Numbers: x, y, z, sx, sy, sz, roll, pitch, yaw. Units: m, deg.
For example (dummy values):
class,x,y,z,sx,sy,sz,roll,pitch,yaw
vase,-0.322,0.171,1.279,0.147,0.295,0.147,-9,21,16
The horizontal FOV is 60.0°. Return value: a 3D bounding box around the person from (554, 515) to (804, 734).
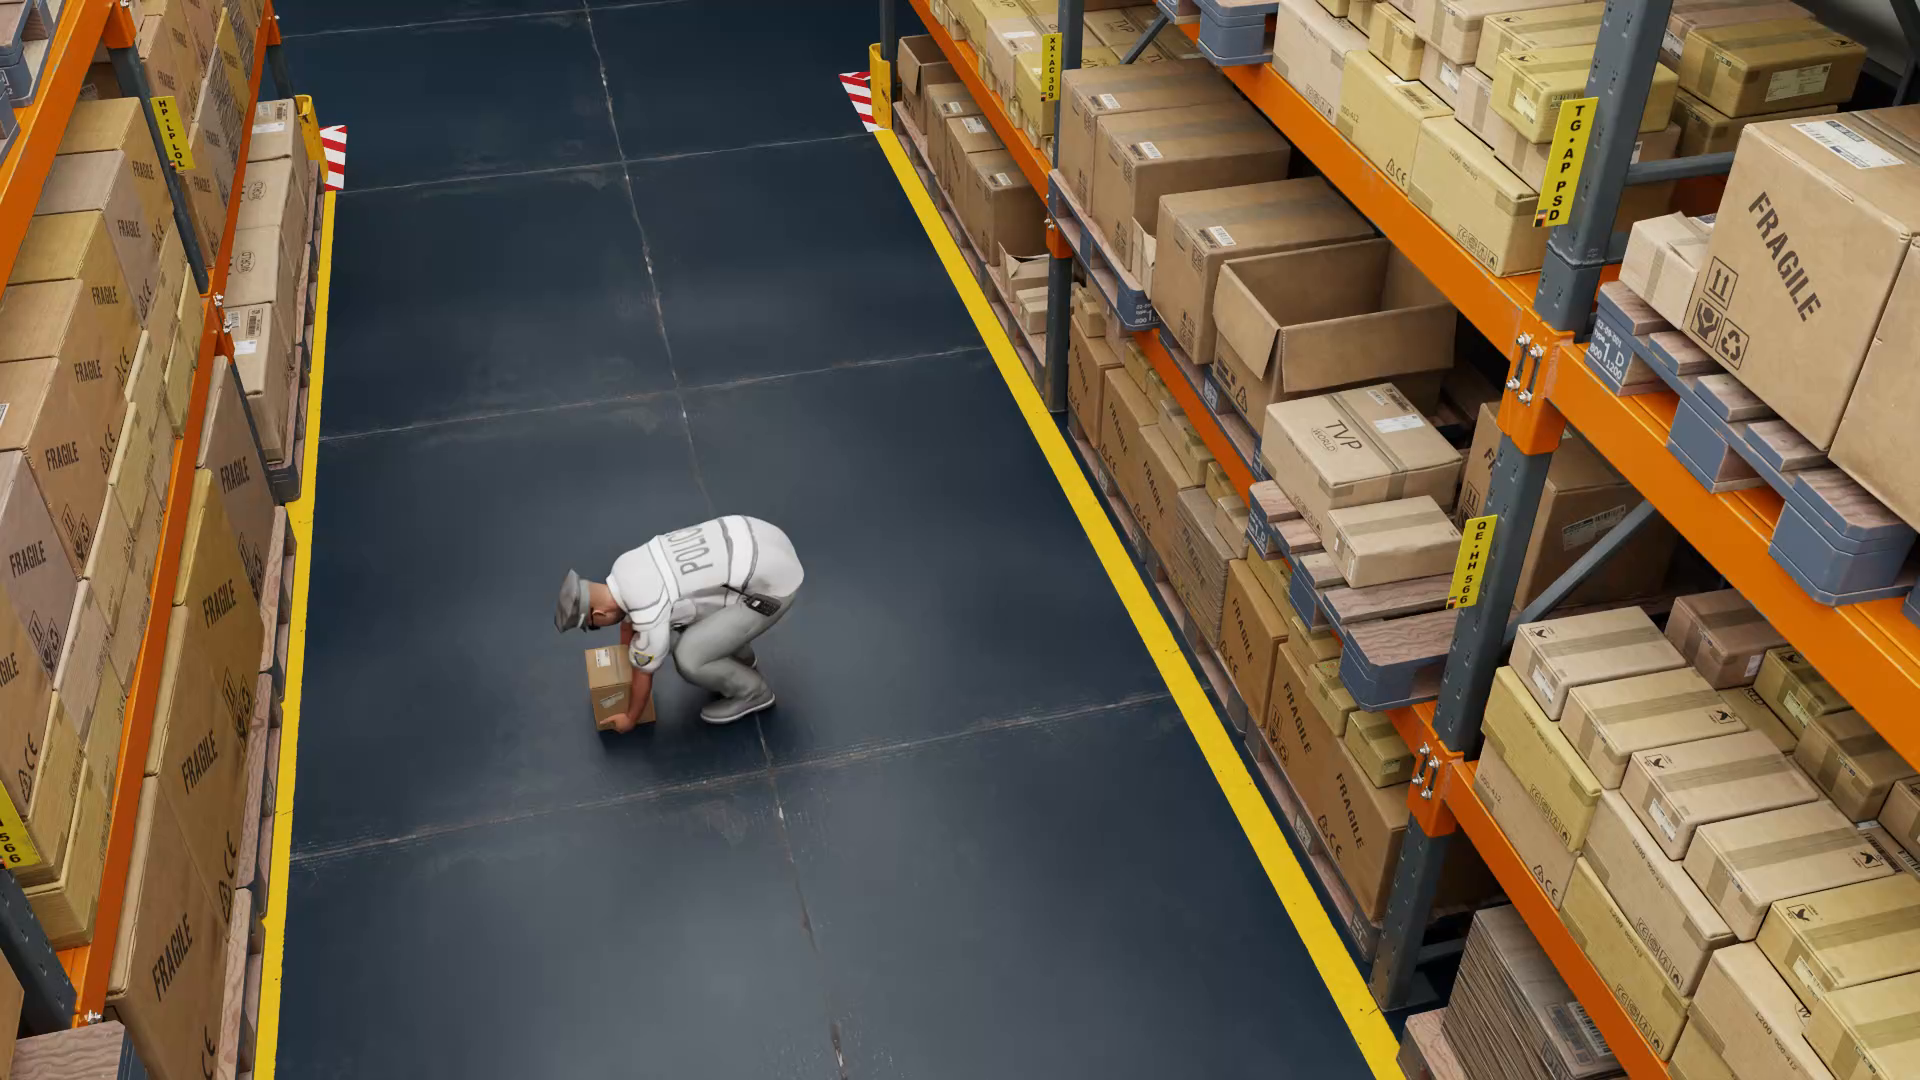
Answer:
class,x,y,z,sx,sy,sz,roll,pitch,yaw
person,-1.163,0.362,6.999,1.032,0.865,0.530,-11,39,-13
